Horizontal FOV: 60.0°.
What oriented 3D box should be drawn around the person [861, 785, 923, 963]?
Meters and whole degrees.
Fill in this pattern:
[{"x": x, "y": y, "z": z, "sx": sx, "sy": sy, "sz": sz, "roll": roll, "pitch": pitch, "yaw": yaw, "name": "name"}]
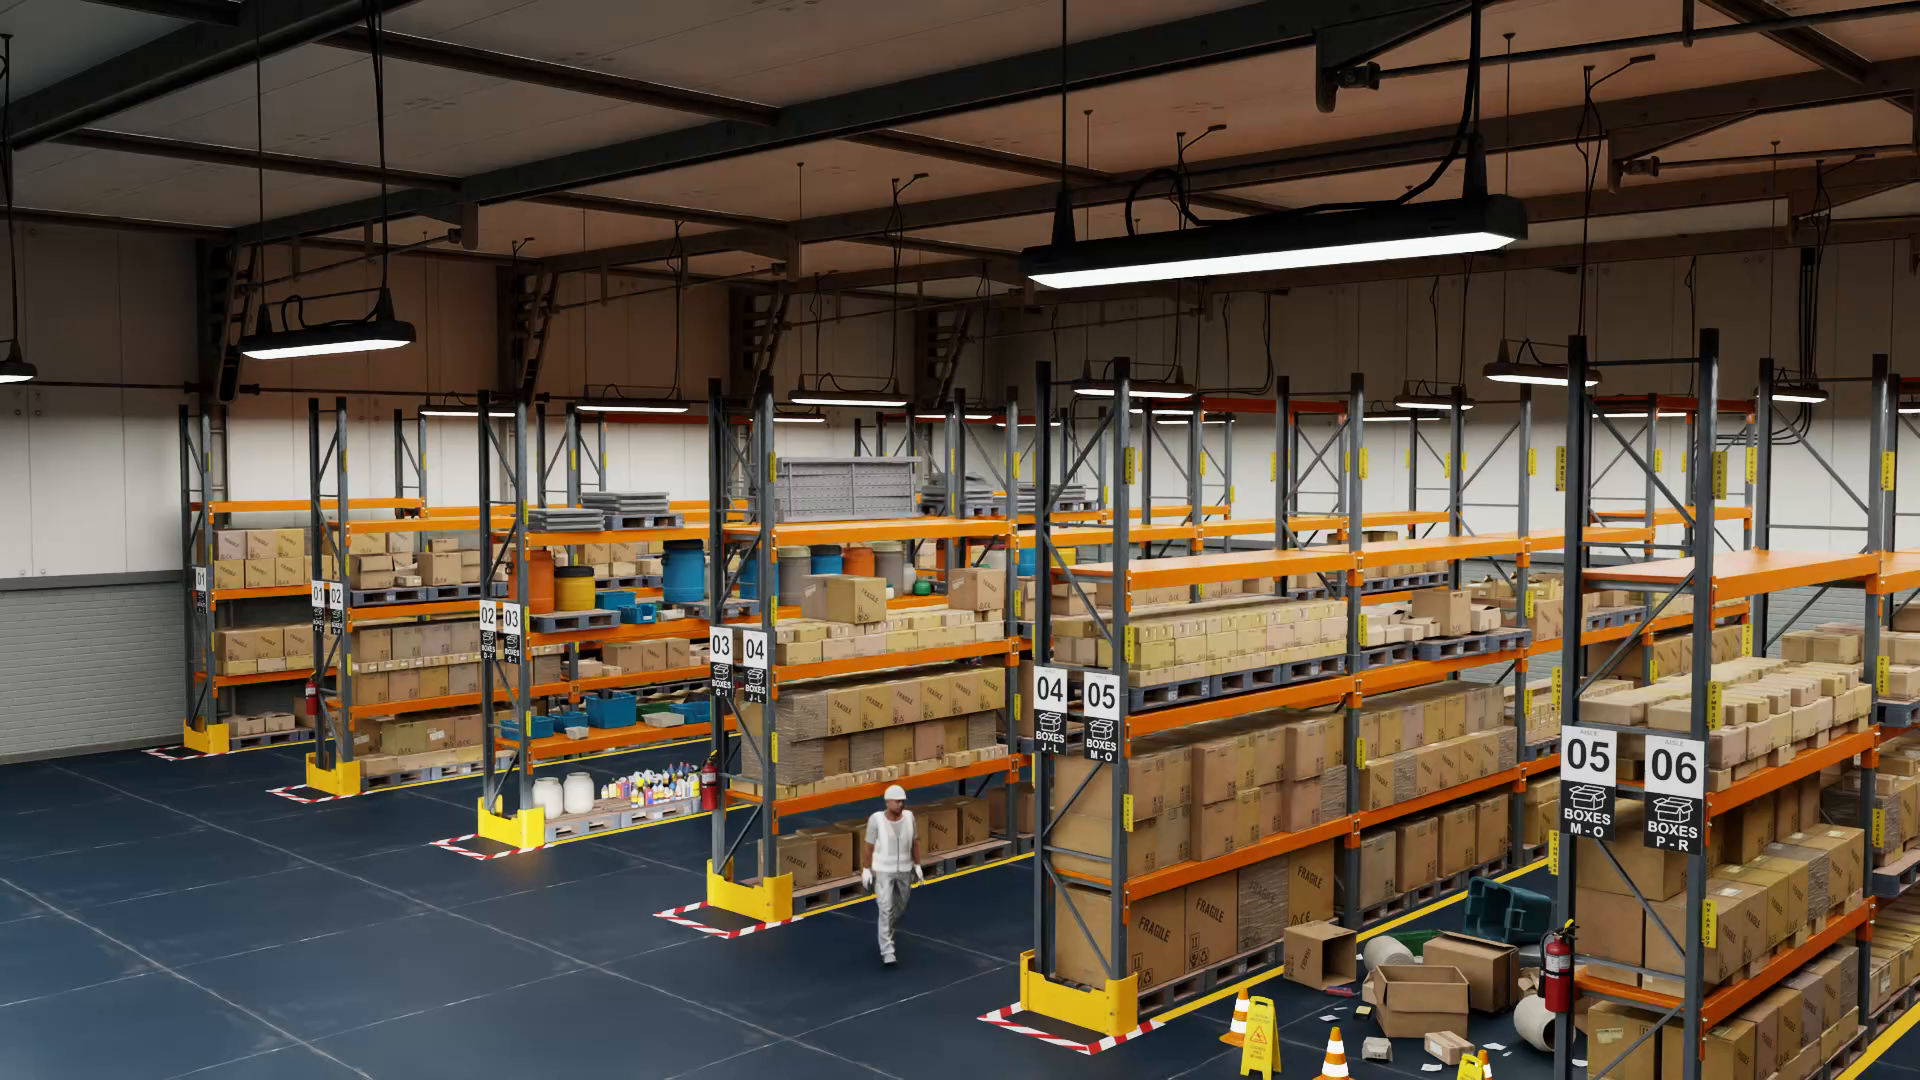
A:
[{"x": -0.703, "y": 3.388, "z": 17.075, "sx": 0.590, "sy": 1.772, "sz": 0.851, "roll": -2, "pitch": 3, "yaw": -28, "name": "person"}]
